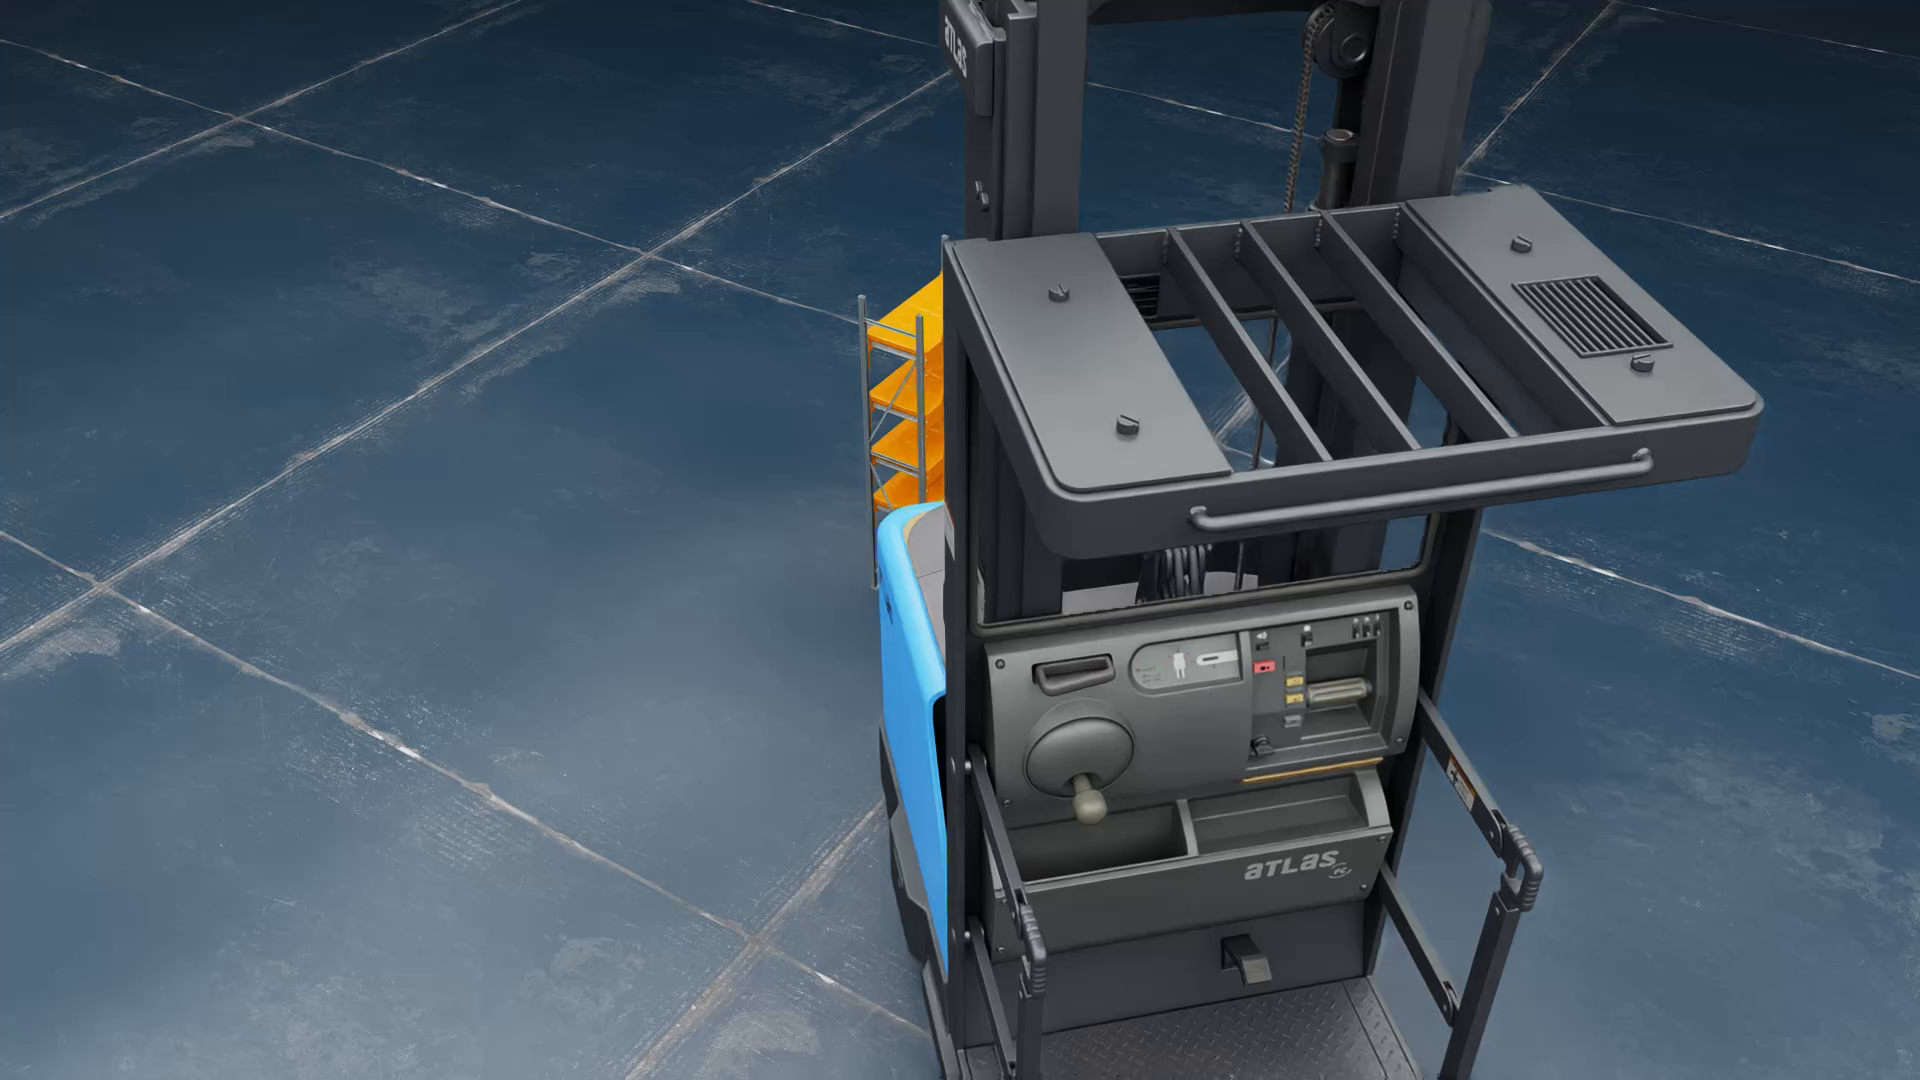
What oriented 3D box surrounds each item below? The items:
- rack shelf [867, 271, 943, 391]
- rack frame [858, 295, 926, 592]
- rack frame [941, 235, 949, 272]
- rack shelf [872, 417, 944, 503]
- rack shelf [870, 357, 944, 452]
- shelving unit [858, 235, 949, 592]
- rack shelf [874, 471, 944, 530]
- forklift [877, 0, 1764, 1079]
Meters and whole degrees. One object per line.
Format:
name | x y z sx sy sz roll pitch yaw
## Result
rack shelf | -0.089 -0.701 5.533 0.258 0.148 0.480 21 42 25
rack frame | -0.219 -0.264 5.610 0.240 1.200 0.015 21 42 25
rack frame | 0.042 -0.516 5.936 0.240 1.200 0.015 21 42 25
rack shelf | -0.089 -0.337 5.814 0.258 0.148 0.480 21 42 25
rack shelf | -0.089 -0.514 5.677 0.258 0.148 0.480 21 42 25
shelving unit | -0.089 -0.390 5.773 0.258 1.200 0.503 21 42 25
rack shelf | -0.089 -0.179 5.935 0.258 0.148 0.480 21 42 25
forklift | 0.563 0.418 3.307 1.130 2.935 3.031 -7 38 -9
